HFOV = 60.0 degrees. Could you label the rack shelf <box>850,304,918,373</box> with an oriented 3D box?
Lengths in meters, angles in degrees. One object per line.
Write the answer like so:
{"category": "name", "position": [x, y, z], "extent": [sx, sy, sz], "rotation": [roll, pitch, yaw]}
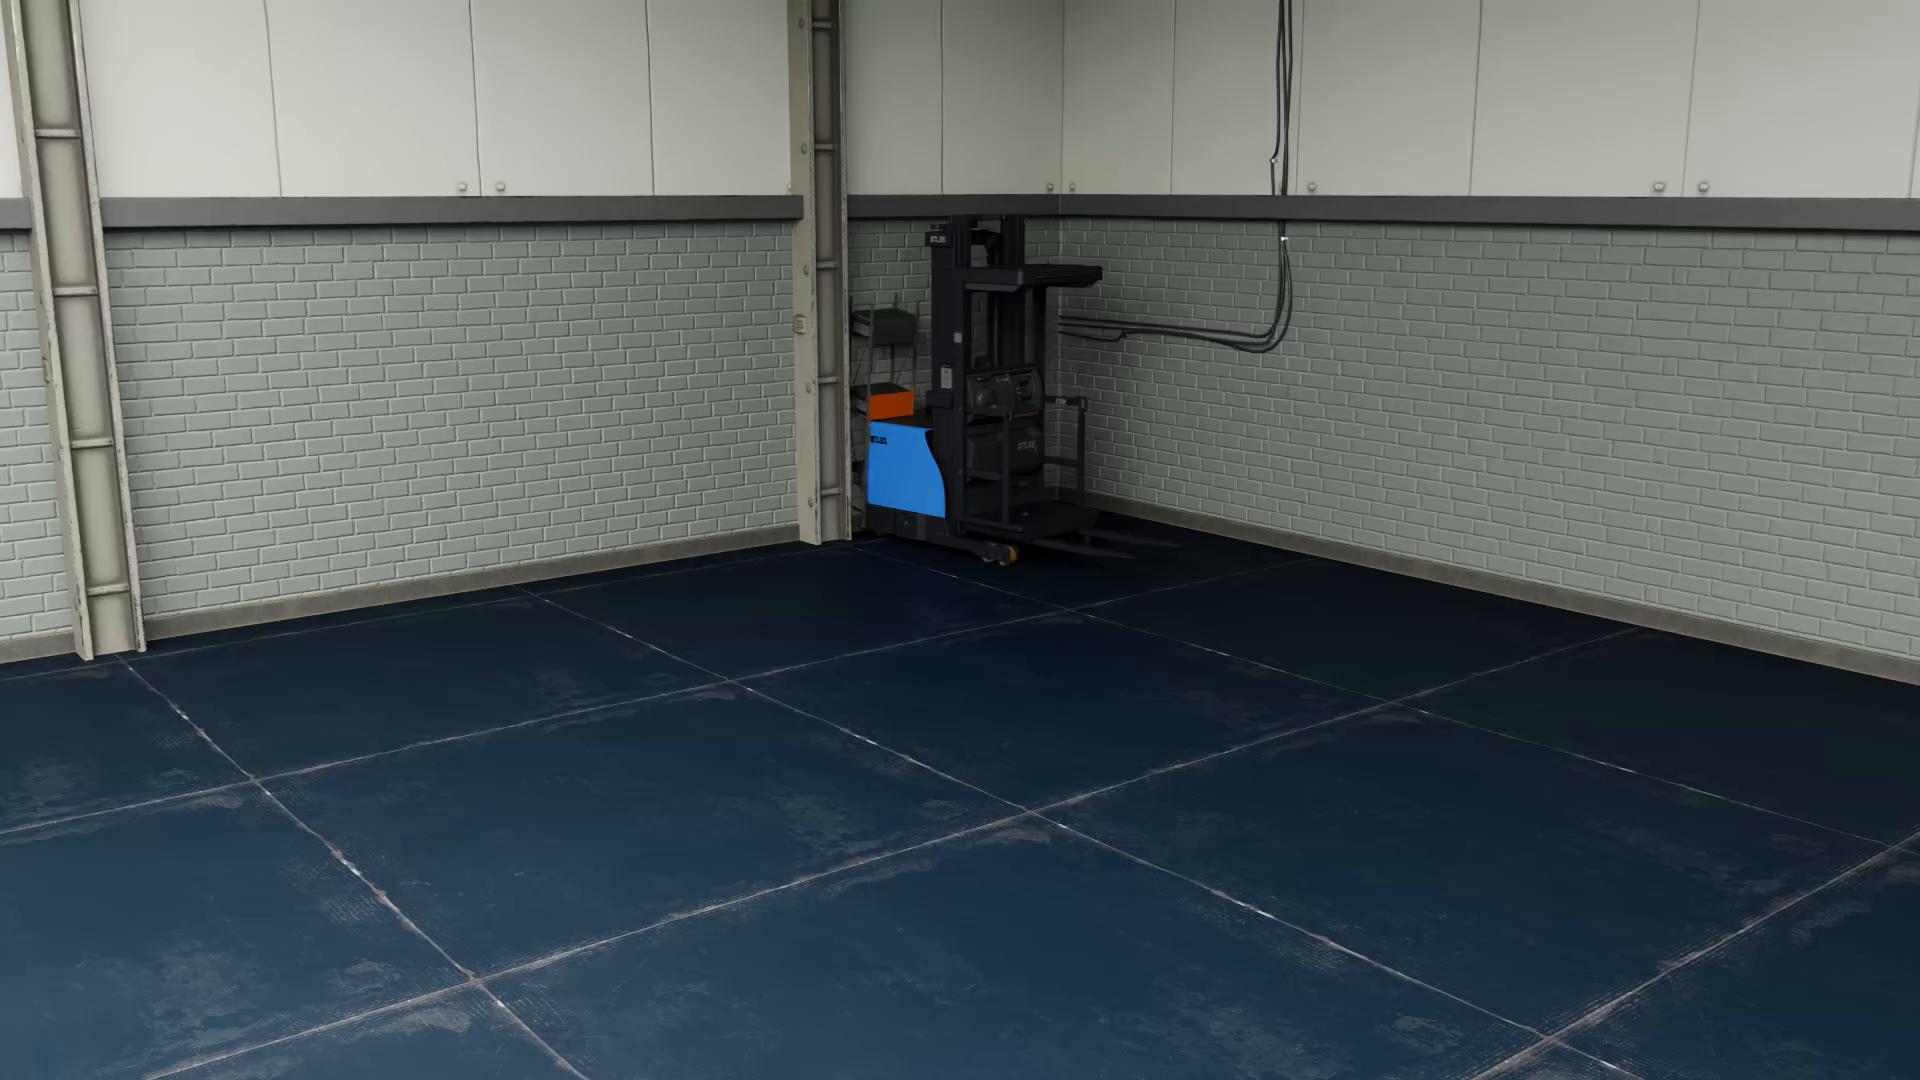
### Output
{"category": "rack shelf", "position": [-0.706, -1.843, 15.175], "extent": [0.480, 0.518, 0.431], "rotation": [-10, 23, -34]}

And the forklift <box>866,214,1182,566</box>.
{"category": "forklift", "position": [0.542, -1.336, 14.486], "extent": [3.031, 2.935, 1.130], "rotation": [11, 16, 42]}

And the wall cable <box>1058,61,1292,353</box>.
{"category": "wall cable", "position": [1.888, -3.056, 15.451], "extent": [0.112, 2.526, 3.097], "rotation": [-9, 15, -38]}

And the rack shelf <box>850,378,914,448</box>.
{"category": "rack shelf", "position": [-0.747, -1.183, 15.405], "extent": [0.480, 0.518, 0.431], "rotation": [-10, 23, -34]}

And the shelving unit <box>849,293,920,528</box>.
{"category": "shelving unit", "position": [-0.746, -1.196, 15.401], "extent": [0.503, 2.100, 0.431], "rotation": [-10, 23, -34]}

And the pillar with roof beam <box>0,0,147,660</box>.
{"category": "pillar with roof beam", "position": [-3.235, -2.930, 7.383], "extent": [0.400, 9.000, 9.100], "rotation": [-9, 15, -38]}

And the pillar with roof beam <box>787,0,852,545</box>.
{"category": "pillar with roof beam", "position": [1.450, -3.708, 11.050], "extent": [0.400, 9.000, 9.100], "rotation": [-9, 15, -38]}

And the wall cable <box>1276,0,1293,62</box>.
{"category": "wall cable", "position": [3.578, -5.087, 12.860], "extent": [0.112, 2.526, 3.097], "rotation": [-9, 15, -38]}

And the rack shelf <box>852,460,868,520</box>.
{"category": "rack shelf", "position": [-0.788, -0.523, 15.636], "extent": [0.480, 0.518, 0.431], "rotation": [-10, 23, -34]}

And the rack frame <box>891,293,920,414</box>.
{"category": "rack frame", "position": [-0.546, -1.231, 15.537], "extent": [0.015, 2.100, 0.400], "rotation": [-10, 23, -34]}

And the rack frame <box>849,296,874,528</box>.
{"category": "rack frame", "position": [-0.946, -1.161, 15.265], "extent": [0.015, 2.100, 0.400], "rotation": [-10, 23, -34]}
